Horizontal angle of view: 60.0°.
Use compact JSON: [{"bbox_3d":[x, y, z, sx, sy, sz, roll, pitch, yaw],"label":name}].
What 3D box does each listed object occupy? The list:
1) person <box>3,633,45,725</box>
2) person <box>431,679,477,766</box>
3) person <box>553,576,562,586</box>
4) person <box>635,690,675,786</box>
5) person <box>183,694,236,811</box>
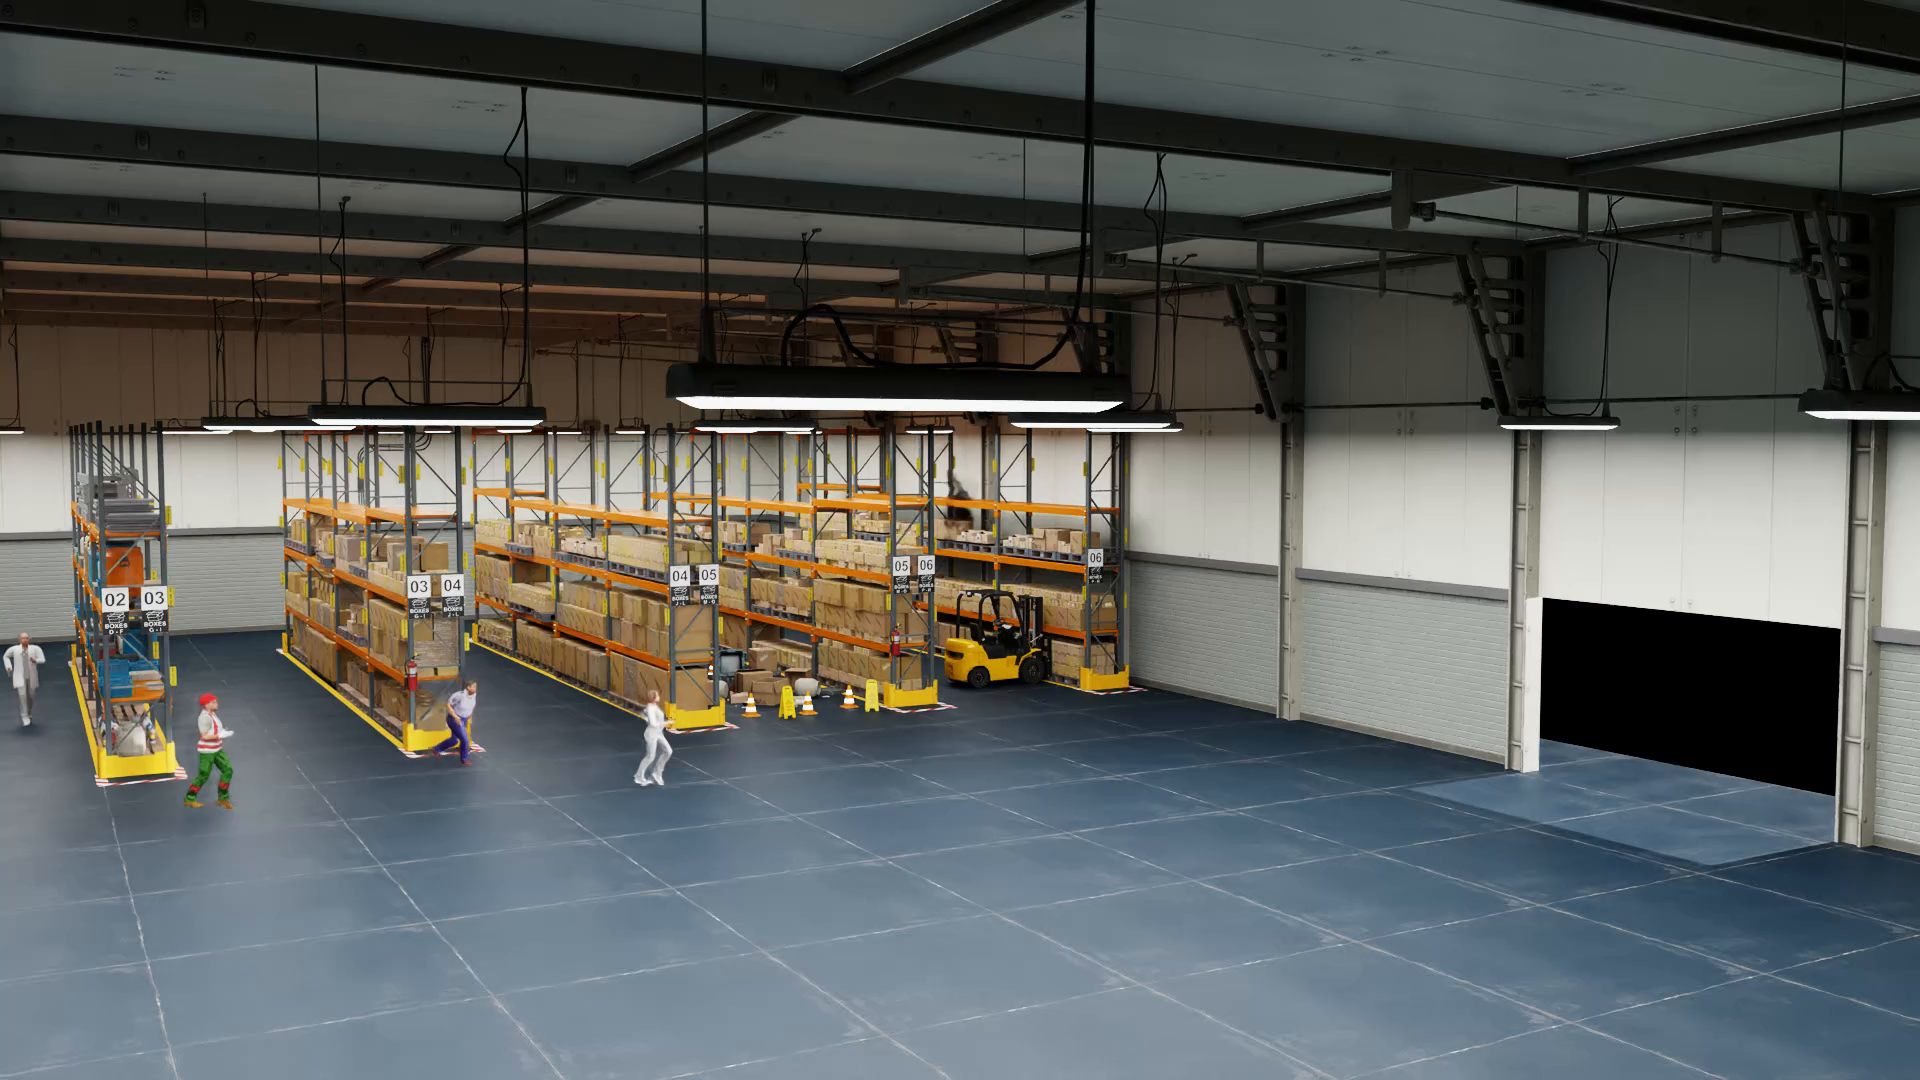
[{"bbox_3d":[-18.705,2.746,33.289,0.695,1.781,1.045,-3,5,-39],"label":"person"},{"bbox_3d":[-8.847,3.189,29.085,0.954,1.552,0.591,1,4,21],"label":"person"},{"bbox_3d":[-11.860,1.874,49.202,0.755,1.668,0.601,-1,4,-16],"label":"person"},{"bbox_3d":[-4.993,3.287,27.208,0.672,1.516,0.508,0,4,5],"label":"person"},{"bbox_3d":[-11.460,3.261,25.388,0.793,1.848,0.633,0,4,-5],"label":"person"}]
